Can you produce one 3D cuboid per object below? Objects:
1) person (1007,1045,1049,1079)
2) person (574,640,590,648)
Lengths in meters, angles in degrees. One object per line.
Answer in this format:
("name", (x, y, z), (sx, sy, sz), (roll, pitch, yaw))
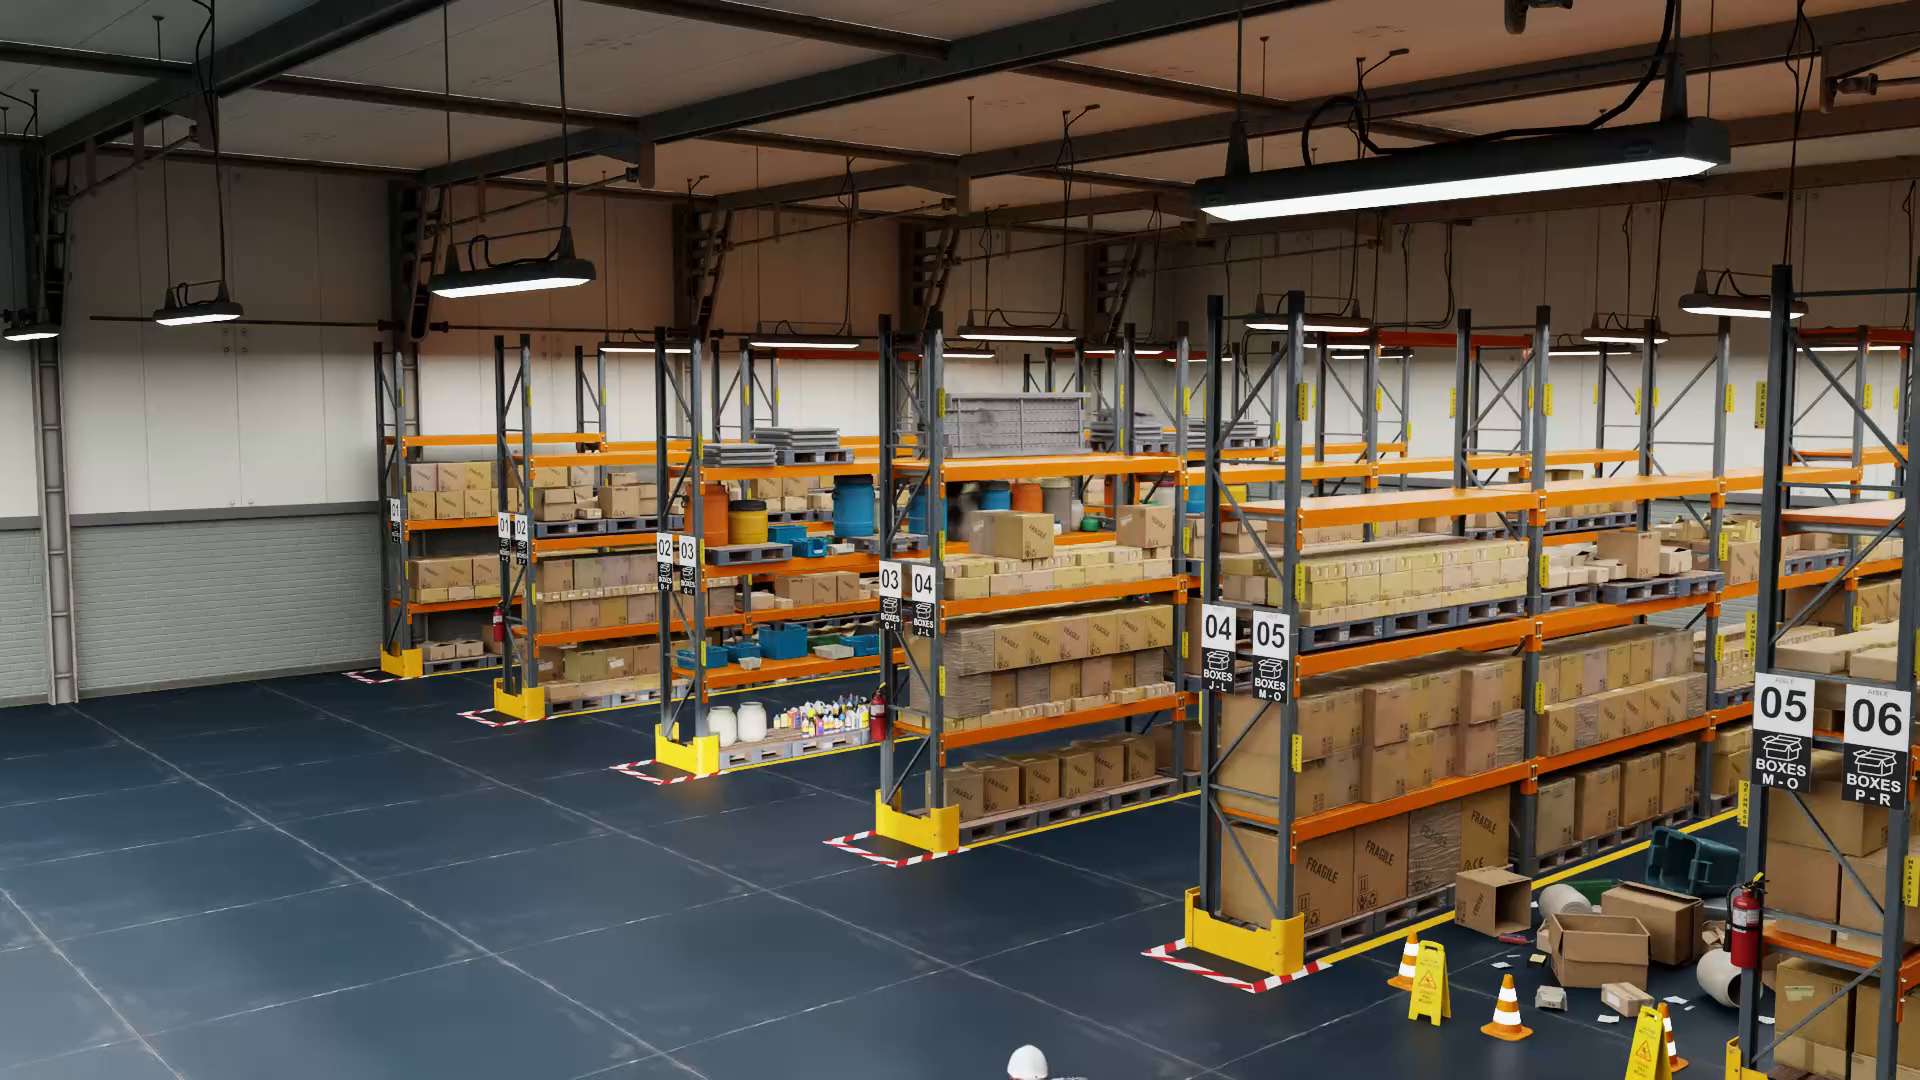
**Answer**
("person", (0.373, 3.506, 8.808), (0.696, 1.835, 0.942), (1, 5, 6))
("person", (-6.543, 1.675, 29.366), (0.828, 1.670, 0.586), (-4, 7, -40))
